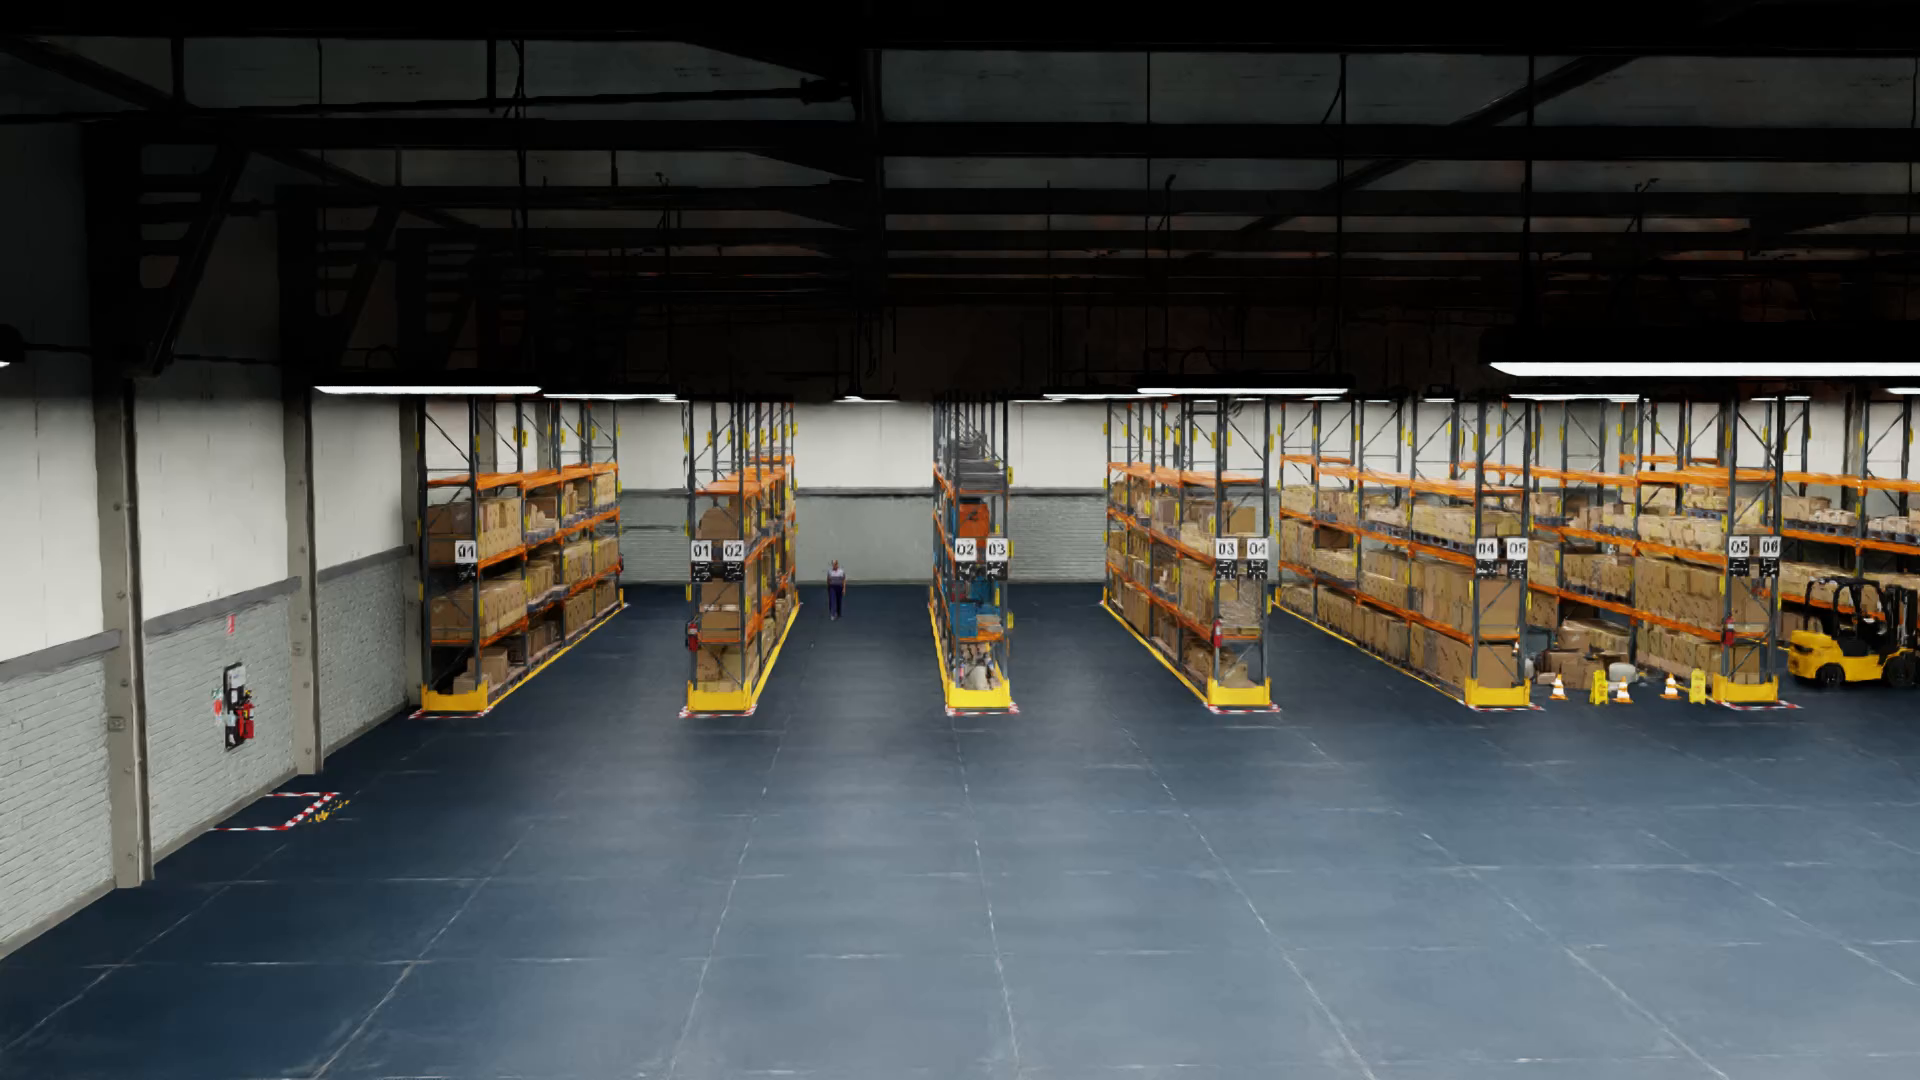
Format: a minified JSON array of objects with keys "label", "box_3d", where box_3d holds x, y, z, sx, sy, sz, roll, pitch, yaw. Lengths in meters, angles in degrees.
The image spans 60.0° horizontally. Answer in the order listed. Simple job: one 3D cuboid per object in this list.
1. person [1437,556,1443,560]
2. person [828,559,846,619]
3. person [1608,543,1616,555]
[{"label":"person","box_3d":[13.092,1.146,45.322,0.407,1.745,0.650,1,5,7]},{"label":"person","box_3d":[-3.296,1.301,44.443,0.491,1.590,1.001,0,5,-4]},{"label":"person","box_3d":[19.702,0.766,49.855,0.502,1.772,0.711,-3,5,-29]}]
